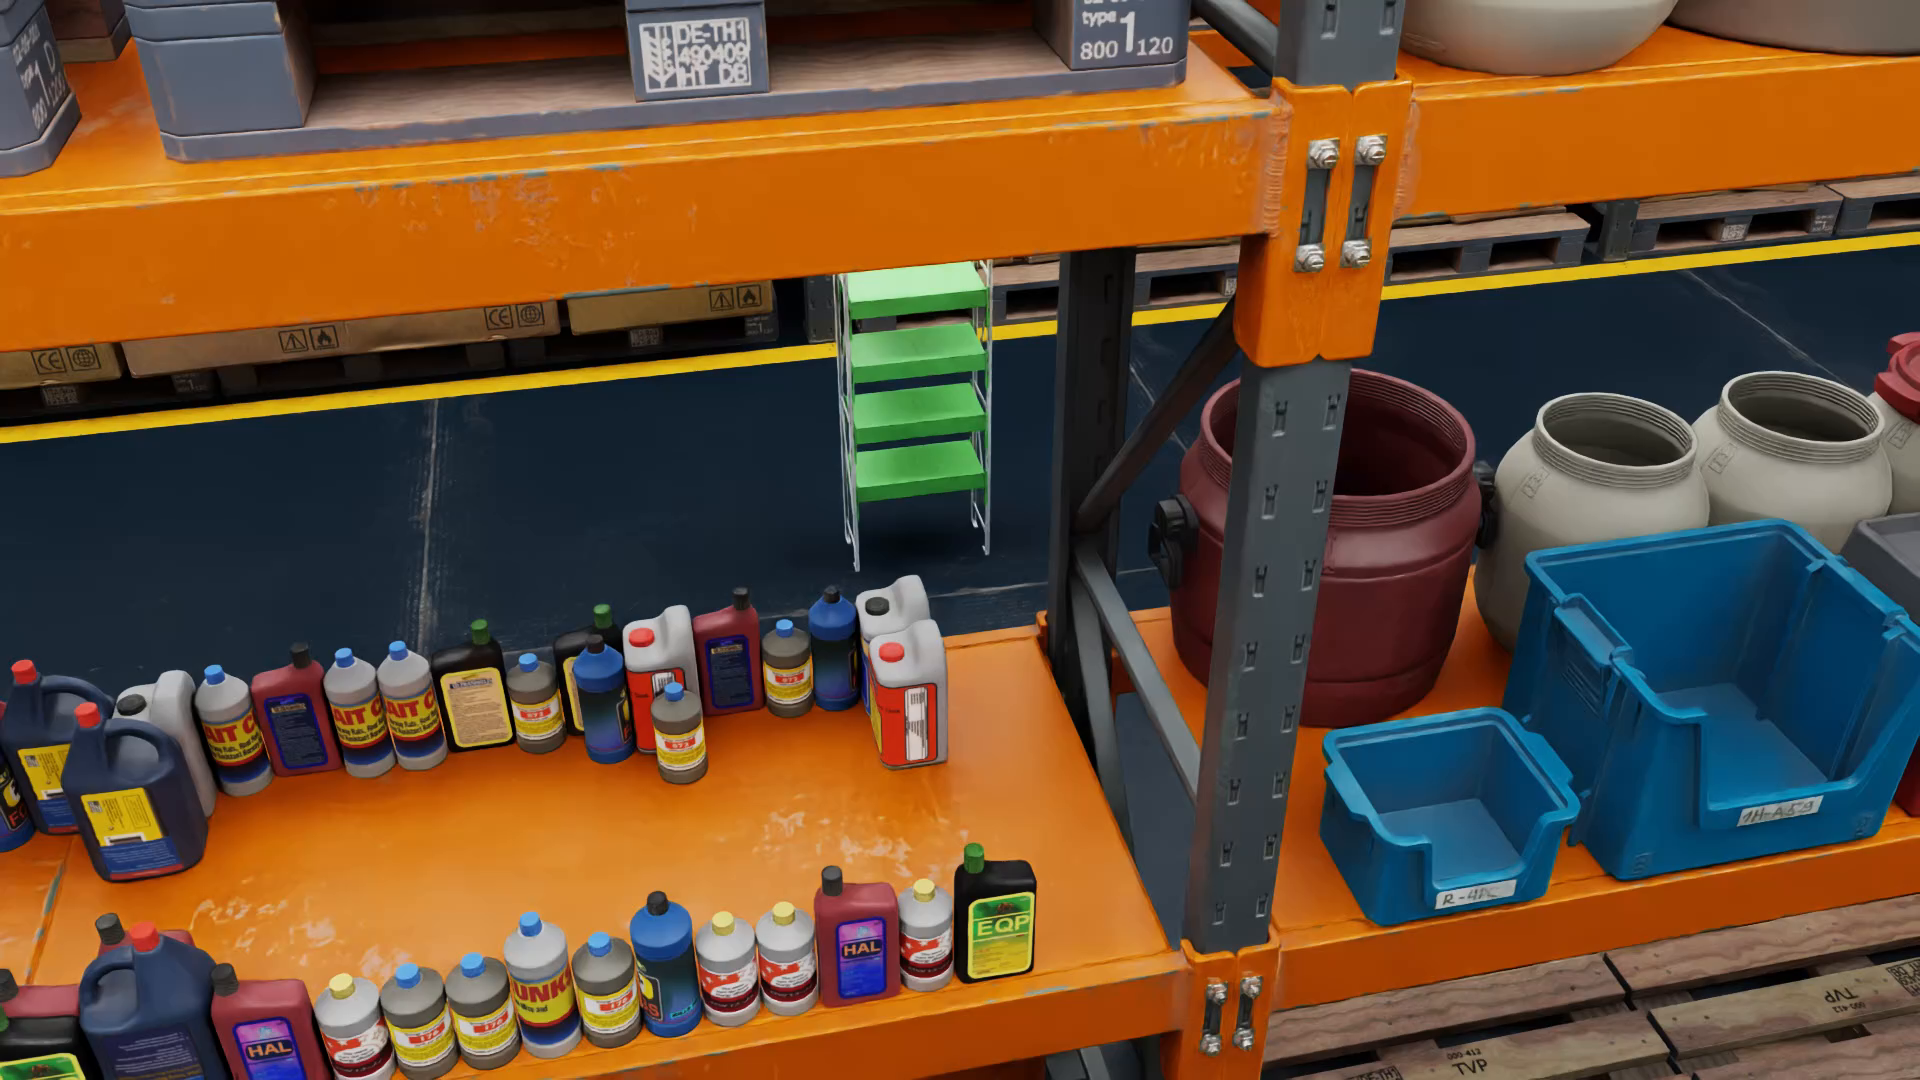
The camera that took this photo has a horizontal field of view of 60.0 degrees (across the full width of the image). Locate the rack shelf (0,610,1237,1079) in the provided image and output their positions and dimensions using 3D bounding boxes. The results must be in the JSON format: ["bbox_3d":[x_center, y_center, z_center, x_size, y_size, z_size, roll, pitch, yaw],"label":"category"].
[{"bbox_3d":[-1.592,0.825,2.975,4.000,0.370,1.077,-7,35,-11],"label":"rack shelf"}]

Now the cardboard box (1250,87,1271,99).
[{"bbox_3d":[1.549,-1.867,8.189,0.500,0.500,0.700,-10,35,-15],"label":"cardboard box"}]

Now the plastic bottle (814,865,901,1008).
[{"bbox_3d":[-0.167,0.639,2.711,0.133,0.283,0.061,-7,35,-11],"label":"plastic bottle"}]

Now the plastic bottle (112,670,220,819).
[{"bbox_3d":[-1.488,0.380,3.104,0.135,0.276,0.152,-7,35,-11],"label":"plastic bottle"}]

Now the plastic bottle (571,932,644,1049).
[{"bbox_3d":[-0.569,0.713,2.674,0.097,0.201,0.097,0,34,0],"label":"plastic bottle"}]

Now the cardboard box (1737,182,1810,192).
[{"bbox_3d":[4.123,-2.142,8.616,0.500,0.500,0.500,3,34,5],"label":"cardboard box"}]

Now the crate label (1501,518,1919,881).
[{"bbox_3d":[1.387,0.290,3.094,0.616,0.435,0.502,-7,35,-11],"label":"crate label"}]

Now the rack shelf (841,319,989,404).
[{"bbox_3d":[-0.161,-0.624,5.787,0.480,0.148,0.258,-7,35,-11],"label":"rack shelf"}]

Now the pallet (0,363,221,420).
[{"bbox_3d":[-3.900,-0.898,7.399,1.213,0.211,1.003,-7,35,-11],"label":"pallet"}]

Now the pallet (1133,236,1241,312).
[{"bbox_3d":[1.216,-1.497,8.292,1.213,0.211,1.003,-7,35,-11],"label":"pallet"}]

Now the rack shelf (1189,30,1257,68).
[{"bbox_3d":[1.216,-2.359,7.719,4.000,0.370,1.077,-7,35,-11],"label":"rack shelf"}]

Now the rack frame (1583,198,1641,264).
[{"bbox_3d":[3.167,-2.904,7.885,0.127,3.000,1.000,-7,35,-11],"label":"rack frame"}]

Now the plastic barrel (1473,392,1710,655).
[{"bbox_3d":[1.315,-0.009,3.471,0.421,0.512,0.421,0,34,0],"label":"plastic barrel"}]

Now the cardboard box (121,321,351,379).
[{"bbox_3d":[-3.145,-1.412,7.192,0.875,0.875,1.225,-8,35,-12],"label":"cardboard box"}]

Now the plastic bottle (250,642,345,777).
[{"bbox_3d":[-1.272,0.323,3.181,0.133,0.283,0.061,-7,35,-11],"label":"plastic bottle"}]

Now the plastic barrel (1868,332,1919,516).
[{"bbox_3d":[2.141,-0.126,3.624,0.433,0.535,0.433,0,34,0],"label":"plastic barrel"}]

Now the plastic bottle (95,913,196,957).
[{"bbox_3d":[-1.269,0.695,2.627,0.133,0.283,0.061,-7,35,-11],"label":"plastic bottle"}]

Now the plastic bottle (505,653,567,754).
[{"bbox_3d":[-0.836,0.313,3.270,0.097,0.201,0.097,0,34,0],"label":"plastic bottle"}]

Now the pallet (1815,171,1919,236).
[{"bbox_3d":[5.007,-1.999,9.040,1.213,0.211,1.003,-7,35,-11],"label":"pallet"}]

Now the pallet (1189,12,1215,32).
[{"bbox_3d":[1.187,-2.598,7.601,1.213,0.211,1.003,-7,35,-11],"label":"pallet"}]

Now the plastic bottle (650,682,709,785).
[{"bbox_3d":[-0.541,0.362,3.196,0.097,0.201,0.097,0,34,0],"label":"plastic bottle"}]

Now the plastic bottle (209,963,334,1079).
[{"bbox_3d":[-1.057,0.751,2.544,0.133,0.283,0.061,-7,35,-11],"label":"plastic bottle"}]

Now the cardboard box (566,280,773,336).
[{"bbox_3d":[-1.412,-1.630,7.518,0.875,0.875,1.225,-9,35,-13],"label":"cardboard box"}]

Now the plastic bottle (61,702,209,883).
[{"bbox_3d":[-1.480,0.432,2.958,0.185,0.351,0.144,-7,35,-11],"label":"plastic bottle"}]

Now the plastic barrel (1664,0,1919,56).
[{"bbox_3d":[1.207,-1.157,2.140,0.600,0.901,0.600,0,34,0],"label":"plastic barrel"}]

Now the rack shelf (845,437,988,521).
[{"bbox_3d":[-0.161,-0.226,6.055,0.480,0.148,0.258,-7,35,-11],"label":"rack shelf"}]

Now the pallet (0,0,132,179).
[{"bbox_3d":[-1.695,-0.686,2.058,1.213,0.211,1.003,-7,35,-11],"label":"pallet"}]

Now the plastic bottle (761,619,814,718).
[{"bbox_3d":[-0.349,0.251,3.362,0.097,0.201,0.097,0,34,0],"label":"plastic bottle"}]

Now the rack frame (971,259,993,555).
[{"bbox_3d":[0.077,-0.508,5.930,0.015,1.200,0.240,-7,35,-11],"label":"rack frame"}]

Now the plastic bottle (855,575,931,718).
[{"bbox_3d":[-0.135,0.209,3.358,0.135,0.276,0.152,-7,35,-11],"label":"plastic bottle"}]

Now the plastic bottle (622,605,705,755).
[{"bbox_3d":[-0.586,0.266,3.273,0.135,0.276,0.152,-7,35,-11],"label":"plastic bottle"}]

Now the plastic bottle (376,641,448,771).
[{"bbox_3d":[-1.061,0.312,3.209,0.097,0.271,0.097,0,34,0],"label":"plastic bottle"}]

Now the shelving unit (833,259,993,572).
[{"bbox_3d":[-0.161,-0.478,5.885,0.503,1.200,0.258,-7,35,-11],"label":"shelving unit"}]

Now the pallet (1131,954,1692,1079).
[{"bbox_3d":[1.122,1.364,4.028,1.213,0.211,1.003,-7,35,-11],"label":"pallet"}]

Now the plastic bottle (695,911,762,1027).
[{"bbox_3d":[-0.379,0.689,2.710,0.097,0.201,0.097,0,34,0],"label":"plastic bottle"}]

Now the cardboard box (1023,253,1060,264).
[{"bbox_3d":[0.453,-1.725,7.977,0.500,0.500,0.700,-10,35,-14],"label":"cardboard box"}]

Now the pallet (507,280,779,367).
[{"bbox_3d":[-1.520,-1.198,7.846,1.213,0.211,1.003,-7,35,-11],"label":"pallet"}]

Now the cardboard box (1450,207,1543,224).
[{"bbox_3d":[2.564,-1.984,8.364,0.500,0.500,0.700,-10,35,-14],"label":"cardboard box"}]

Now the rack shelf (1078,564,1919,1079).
[{"bbox_3d":[2.309,0.333,3.708,4.000,0.370,1.077,-7,35,-11],"label":"rack shelf"}]

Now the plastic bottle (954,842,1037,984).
[{"bbox_3d":[0.058,0.610,2.754,0.133,0.283,0.061,-7,35,-11],"label":"plastic bottle"}]

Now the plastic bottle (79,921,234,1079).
[{"bbox_3d":[-1.221,0.720,2.530,0.185,0.351,0.144,-7,35,-11],"label":"plastic bottle"}]

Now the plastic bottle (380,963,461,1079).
[{"bbox_3d":[-0.853,0.749,2.621,0.097,0.201,0.097,0,34,0],"label":"plastic bottle"}]

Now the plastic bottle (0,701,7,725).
[{"bbox_3d":[-1.809,0.391,3.080,0.133,0.283,0.061,-7,35,-11],"label":"plastic bottle"}]

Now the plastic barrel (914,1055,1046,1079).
[{"bbox_3d":[-0.115,1.076,3.525,0.708,0.830,0.600,-7,35,-11],"label":"plastic barrel"}]
